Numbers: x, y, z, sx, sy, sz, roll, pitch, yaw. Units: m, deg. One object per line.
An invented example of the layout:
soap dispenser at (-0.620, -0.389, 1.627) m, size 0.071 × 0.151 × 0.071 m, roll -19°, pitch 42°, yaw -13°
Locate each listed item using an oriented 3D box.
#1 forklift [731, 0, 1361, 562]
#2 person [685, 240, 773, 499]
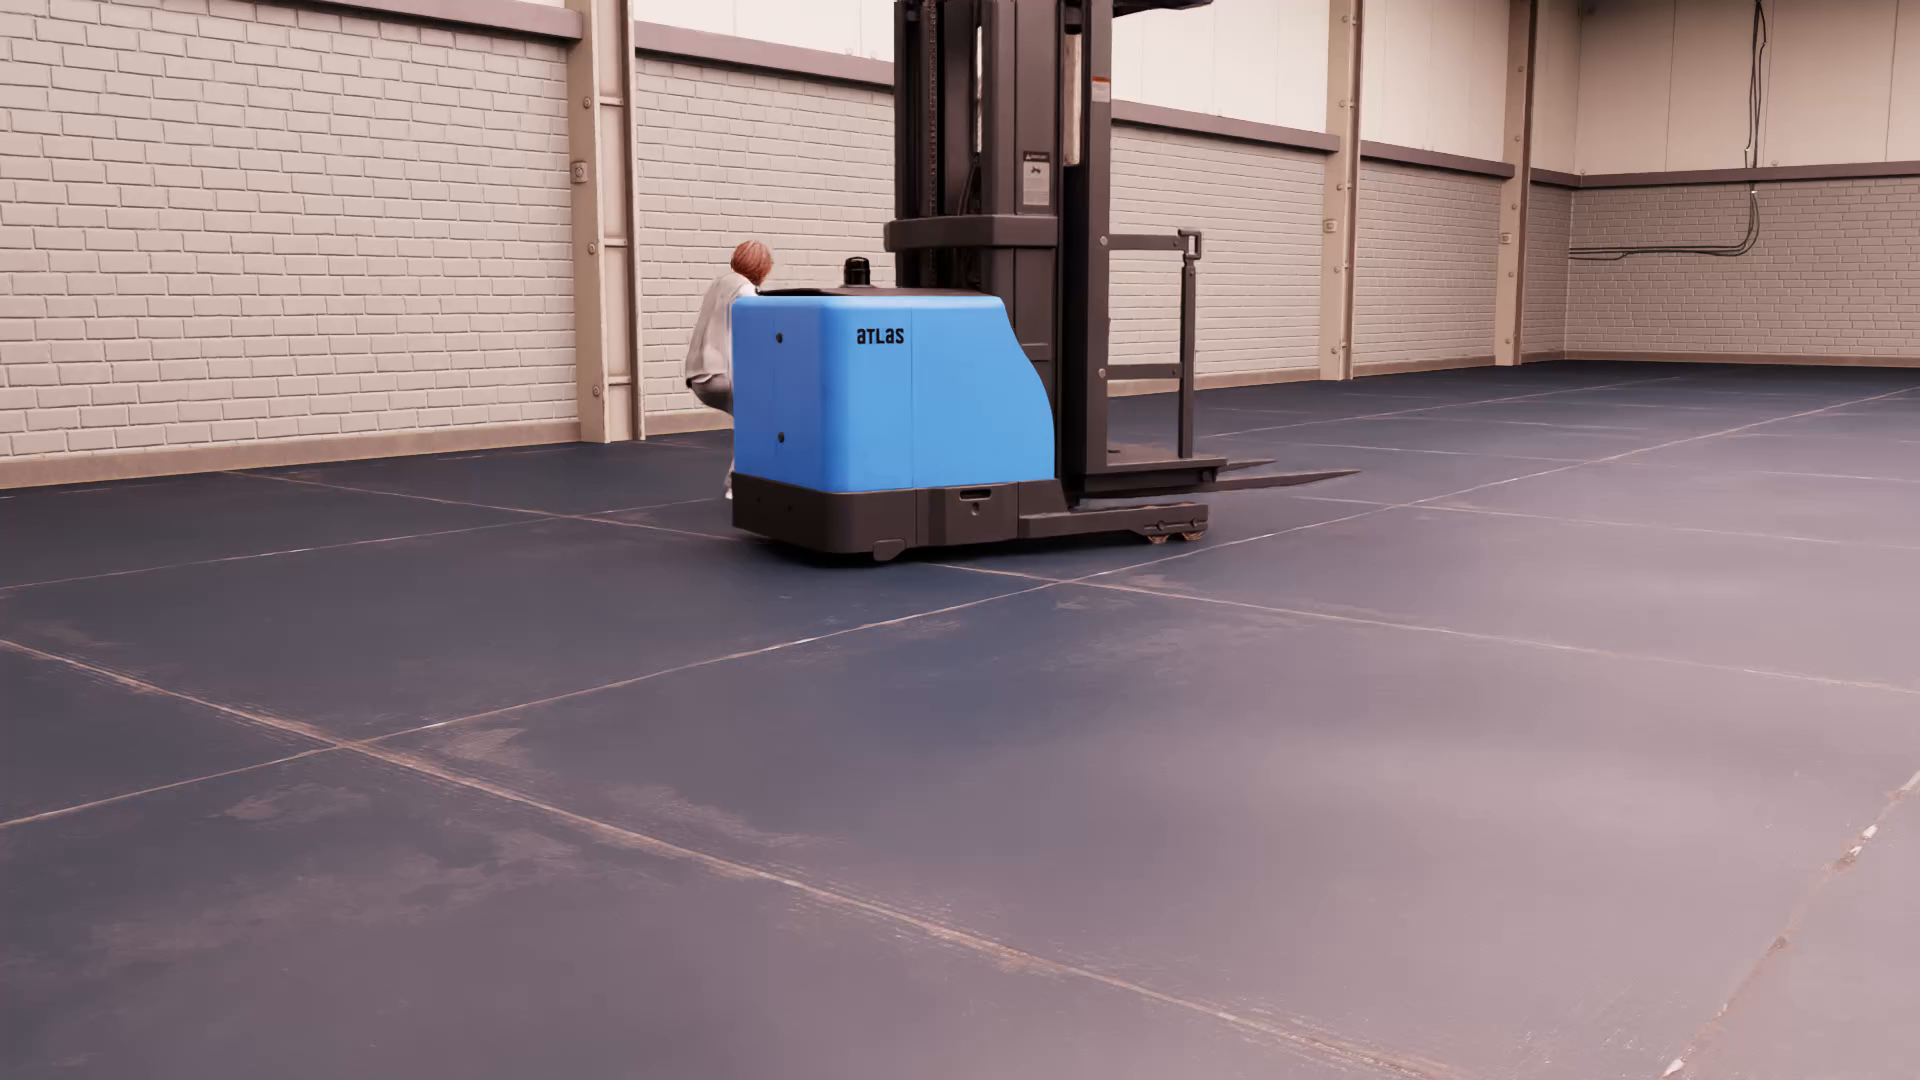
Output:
forklift at (0.518, -1.498, 7.522) m, size 3.031 × 2.935 × 1.130 m, roll -5°, pitch 10°, yaw -31°
person at (-0.967, -0.870, 8.572) m, size 0.843 × 1.335 × 1.005 m, roll -7°, pitch 11°, yaw -38°
